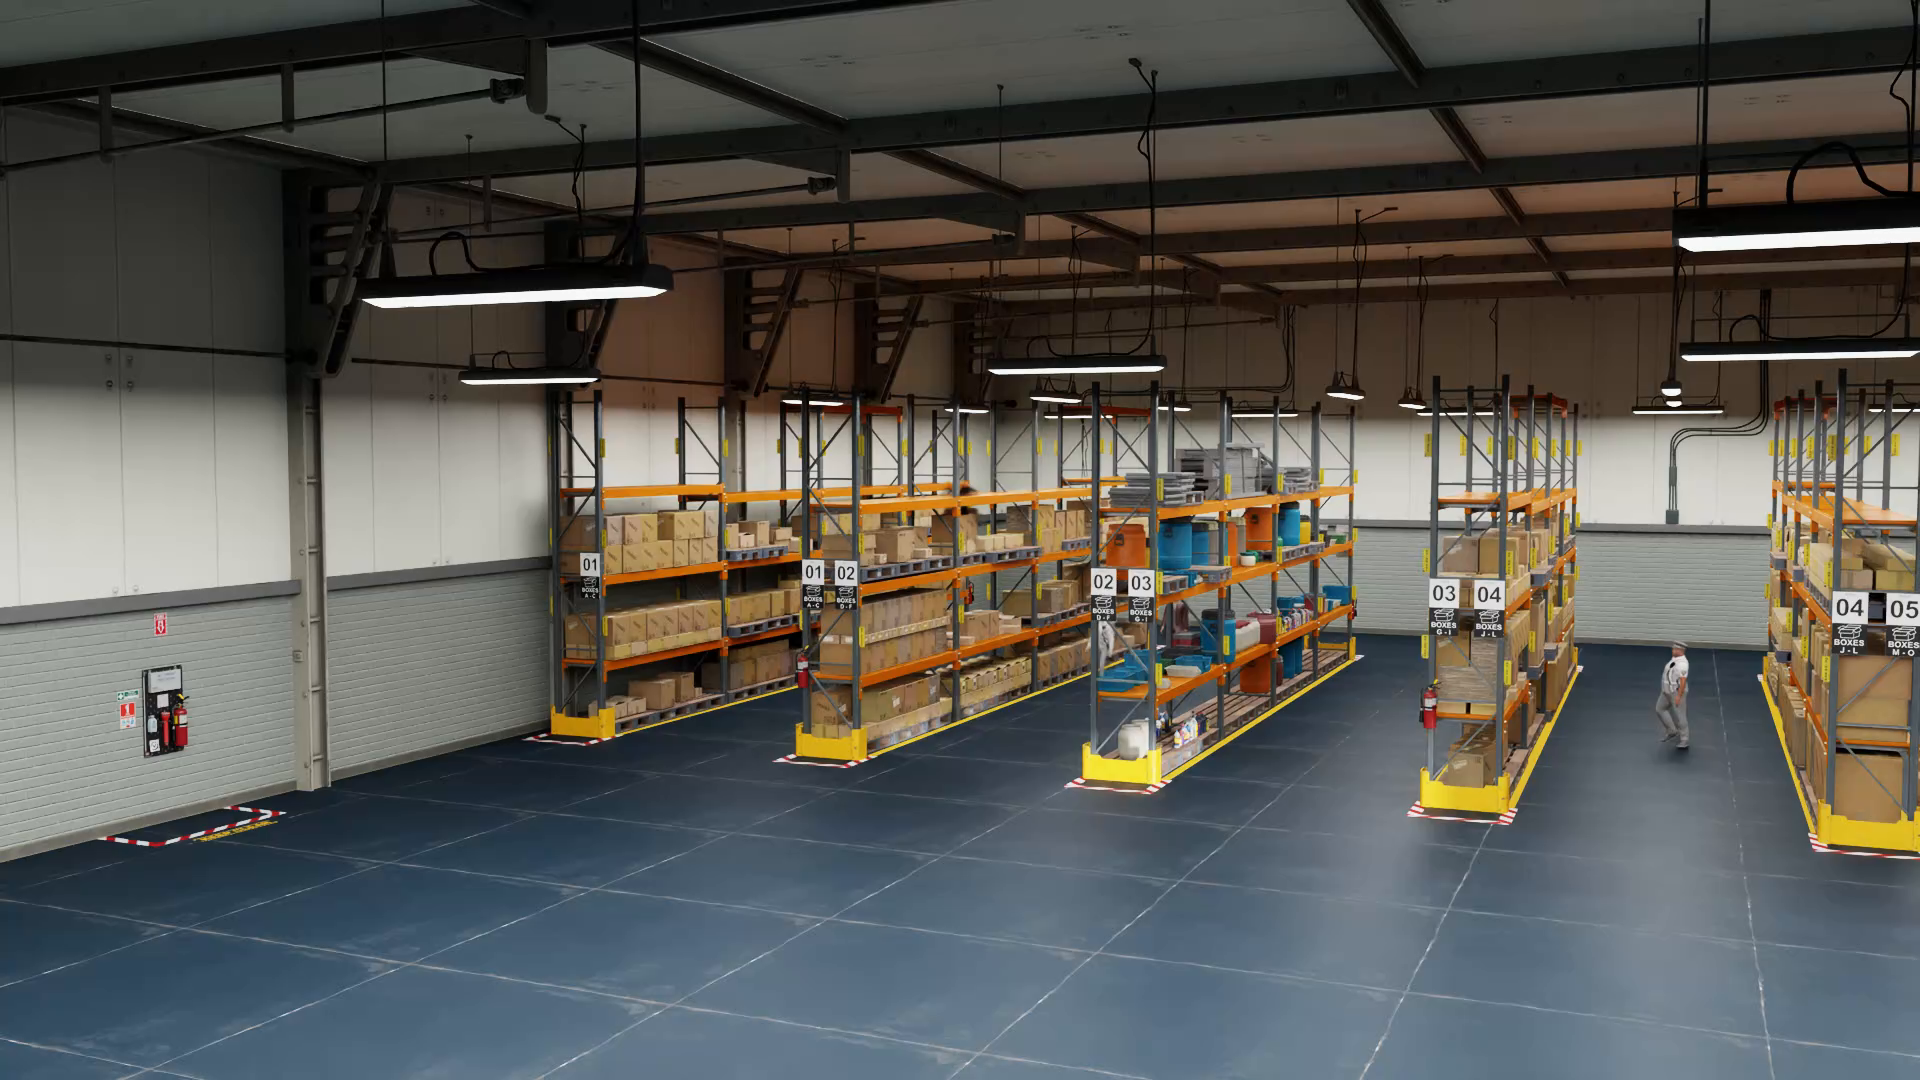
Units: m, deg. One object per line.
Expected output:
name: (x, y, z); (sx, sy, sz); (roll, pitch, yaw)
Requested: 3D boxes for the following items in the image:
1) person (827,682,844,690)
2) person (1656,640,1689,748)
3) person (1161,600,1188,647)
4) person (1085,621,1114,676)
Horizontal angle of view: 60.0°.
person: (-2.315, 2.540, 30.712); (0.332, 1.659, 0.500); (2, 4, 37)
person: (12.020, 2.578, 27.964); (0.423, 1.794, 0.684); (0, 3, -8)
person: (4.947, 2.015, 38.242); (0.627, 1.723, 0.991); (1, 3, 21)
person: (2.927, 2.259, 34.690); (0.540, 1.641, 0.948); (2, 4, 26)
